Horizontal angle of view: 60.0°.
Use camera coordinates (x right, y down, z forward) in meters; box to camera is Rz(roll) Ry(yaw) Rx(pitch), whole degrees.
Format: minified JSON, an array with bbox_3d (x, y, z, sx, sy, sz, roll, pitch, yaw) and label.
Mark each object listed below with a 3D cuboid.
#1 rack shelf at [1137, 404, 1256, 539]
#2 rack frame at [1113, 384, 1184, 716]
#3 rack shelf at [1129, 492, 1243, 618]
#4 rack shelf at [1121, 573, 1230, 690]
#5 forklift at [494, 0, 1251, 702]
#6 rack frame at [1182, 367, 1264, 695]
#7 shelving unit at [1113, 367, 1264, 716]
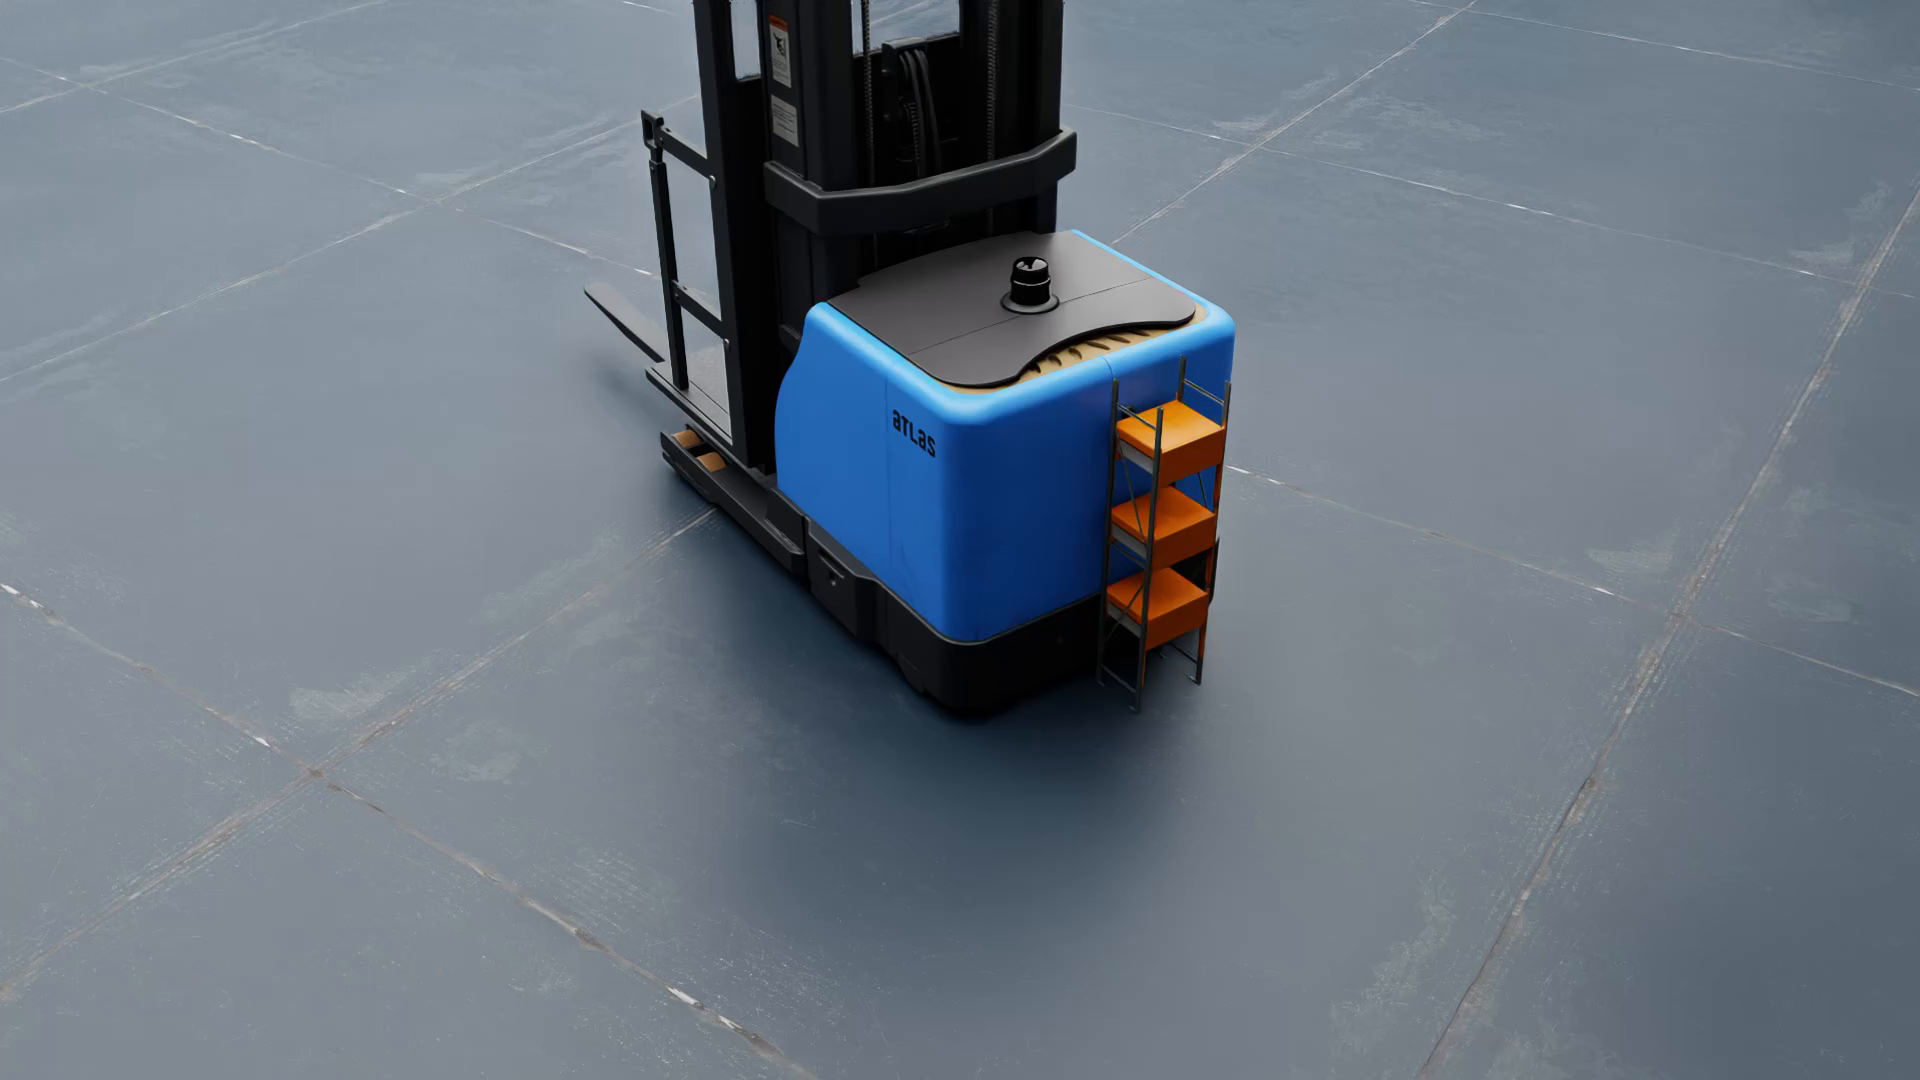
[{"bbox_3d":[0.646,-0.191,4.596,0.240,0.259,0.215,-14,40,-19],"label":"rack shelf"},{"bbox_3d":[0.527,0.053,4.722,0.008,1.050,0.200,-14,40,-19],"label":"rack frame"},{"bbox_3d":[0.638,0.034,4.769,0.240,0.259,0.215,-14,40,-19],"label":"rack shelf"},{"bbox_3d":[0.631,0.254,4.939,0.240,0.259,0.215,-14,40,-19],"label":"rack shelf"},{"bbox_3d":[-0.530,-1.447,5.274,3.031,2.935,1.130,28,43,35],"label":"forklift"},{"bbox_3d":[0.750,-0.002,4.803,0.008,1.050,0.200,-14,40,-19],"label":"rack frame"},{"bbox_3d":[0.638,0.026,4.763,0.252,1.050,0.215,-14,40,-19],"label":"shelving unit"}]
